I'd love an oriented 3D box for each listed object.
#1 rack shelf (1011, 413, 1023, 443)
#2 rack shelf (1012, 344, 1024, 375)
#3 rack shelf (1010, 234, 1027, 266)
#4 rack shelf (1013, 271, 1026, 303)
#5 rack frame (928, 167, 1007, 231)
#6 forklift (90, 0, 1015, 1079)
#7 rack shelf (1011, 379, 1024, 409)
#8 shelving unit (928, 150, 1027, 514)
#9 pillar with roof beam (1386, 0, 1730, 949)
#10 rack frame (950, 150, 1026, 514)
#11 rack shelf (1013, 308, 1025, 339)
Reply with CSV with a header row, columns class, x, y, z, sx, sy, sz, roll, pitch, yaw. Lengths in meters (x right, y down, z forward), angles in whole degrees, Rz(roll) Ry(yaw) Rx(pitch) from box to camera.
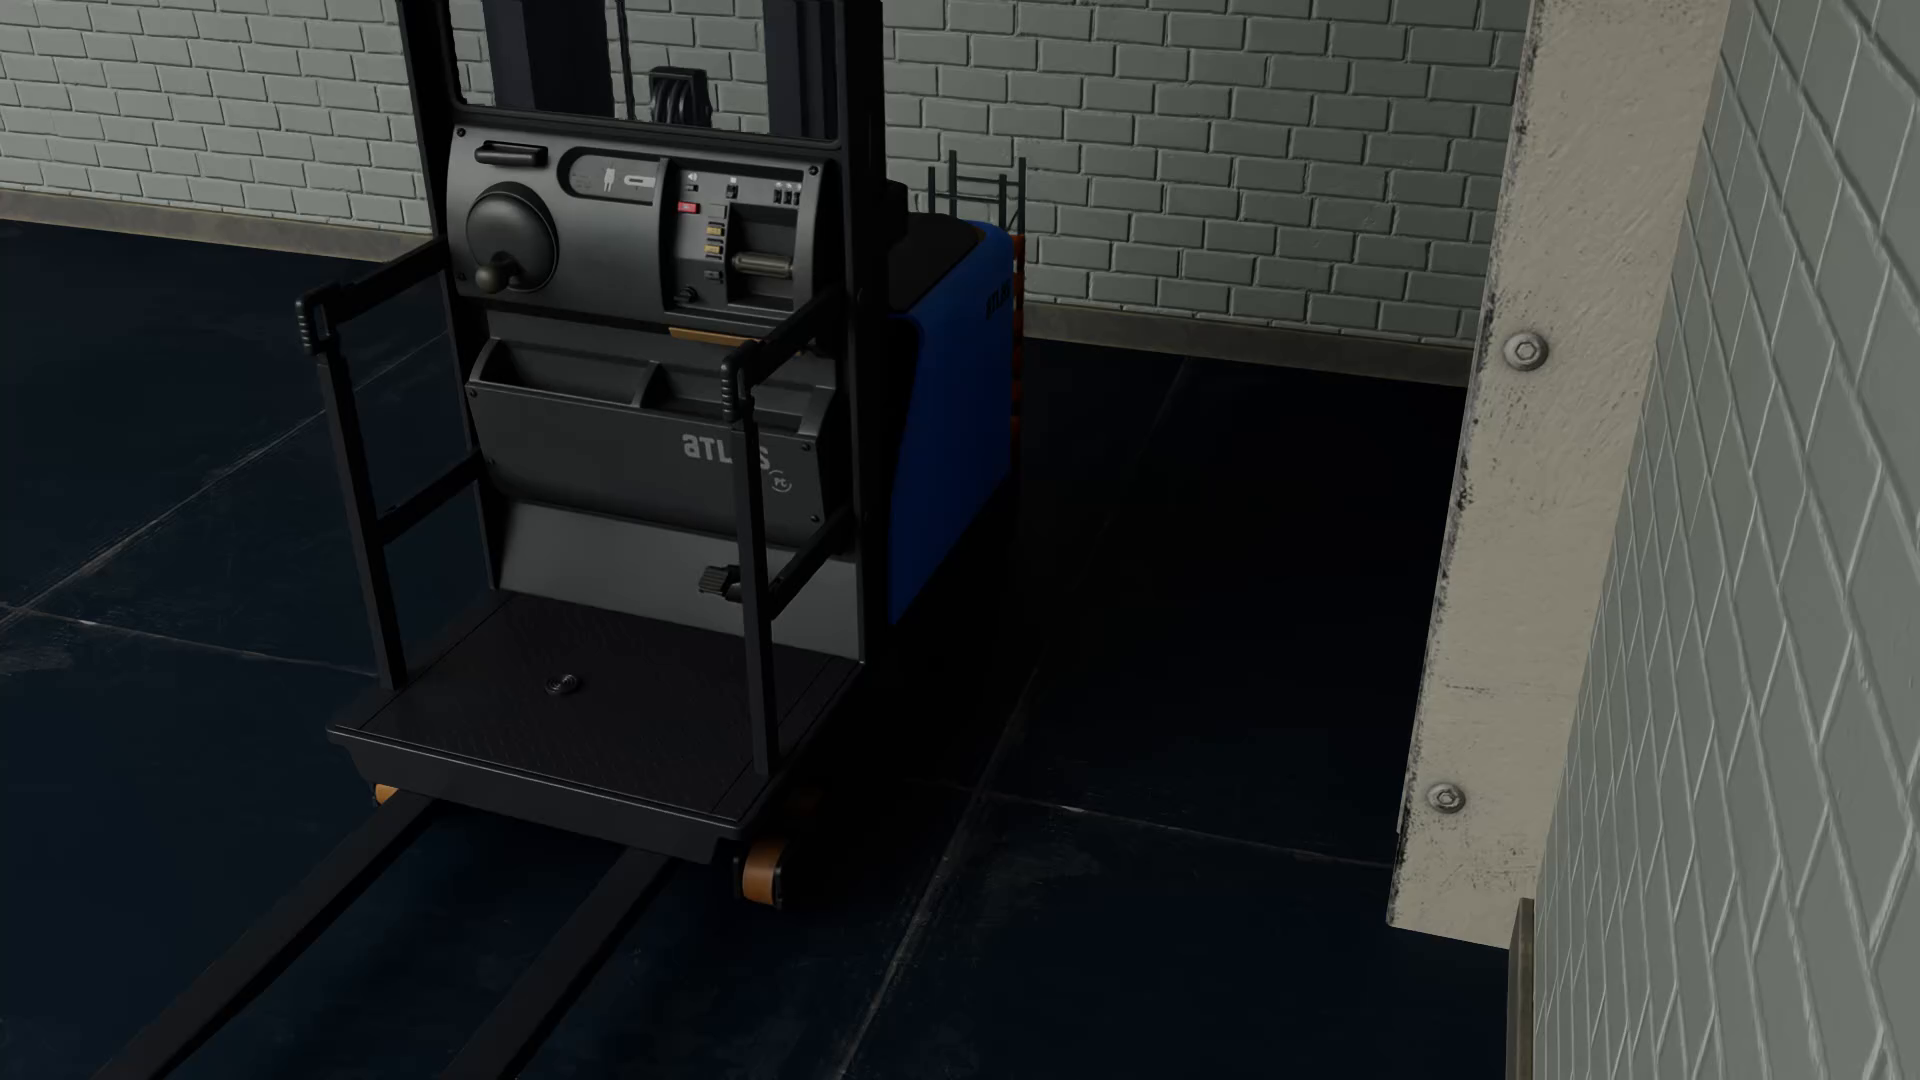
class,x,y,z,sx,sy,sz,roll,pitch,yaw
rack shelf,0.051,-0.340,5.328,0.258,0.103,0.180,10,31,17
rack shelf,0.051,-0.550,5.211,0.258,0.103,0.180,10,31,17
rack shelf,0.051,-0.864,5.036,0.258,0.103,0.180,10,31,17
rack shelf,0.051,-0.759,5.094,0.258,0.103,0.180,10,31,17
rack frame,0.020,-0.547,5.114,0.240,1.200,0.006,10,31,17
forklift,-0.806,-0.661,3.539,1.130,2.935,3.031,10,31,17
rack shelf,0.051,-0.445,5.269,0.258,0.103,0.180,10,31,17
shelving unit,0.051,-0.588,5.189,0.258,1.200,0.189,10,31,17
pillar with roof beam,-2.940,-3.740,2.833,9.100,9.000,0.400,8,30,15
rack frame,0.082,-0.630,5.265,0.240,1.200,0.006,10,31,17
rack shelf,0.051,-0.654,5.153,0.258,0.103,0.180,10,31,17
